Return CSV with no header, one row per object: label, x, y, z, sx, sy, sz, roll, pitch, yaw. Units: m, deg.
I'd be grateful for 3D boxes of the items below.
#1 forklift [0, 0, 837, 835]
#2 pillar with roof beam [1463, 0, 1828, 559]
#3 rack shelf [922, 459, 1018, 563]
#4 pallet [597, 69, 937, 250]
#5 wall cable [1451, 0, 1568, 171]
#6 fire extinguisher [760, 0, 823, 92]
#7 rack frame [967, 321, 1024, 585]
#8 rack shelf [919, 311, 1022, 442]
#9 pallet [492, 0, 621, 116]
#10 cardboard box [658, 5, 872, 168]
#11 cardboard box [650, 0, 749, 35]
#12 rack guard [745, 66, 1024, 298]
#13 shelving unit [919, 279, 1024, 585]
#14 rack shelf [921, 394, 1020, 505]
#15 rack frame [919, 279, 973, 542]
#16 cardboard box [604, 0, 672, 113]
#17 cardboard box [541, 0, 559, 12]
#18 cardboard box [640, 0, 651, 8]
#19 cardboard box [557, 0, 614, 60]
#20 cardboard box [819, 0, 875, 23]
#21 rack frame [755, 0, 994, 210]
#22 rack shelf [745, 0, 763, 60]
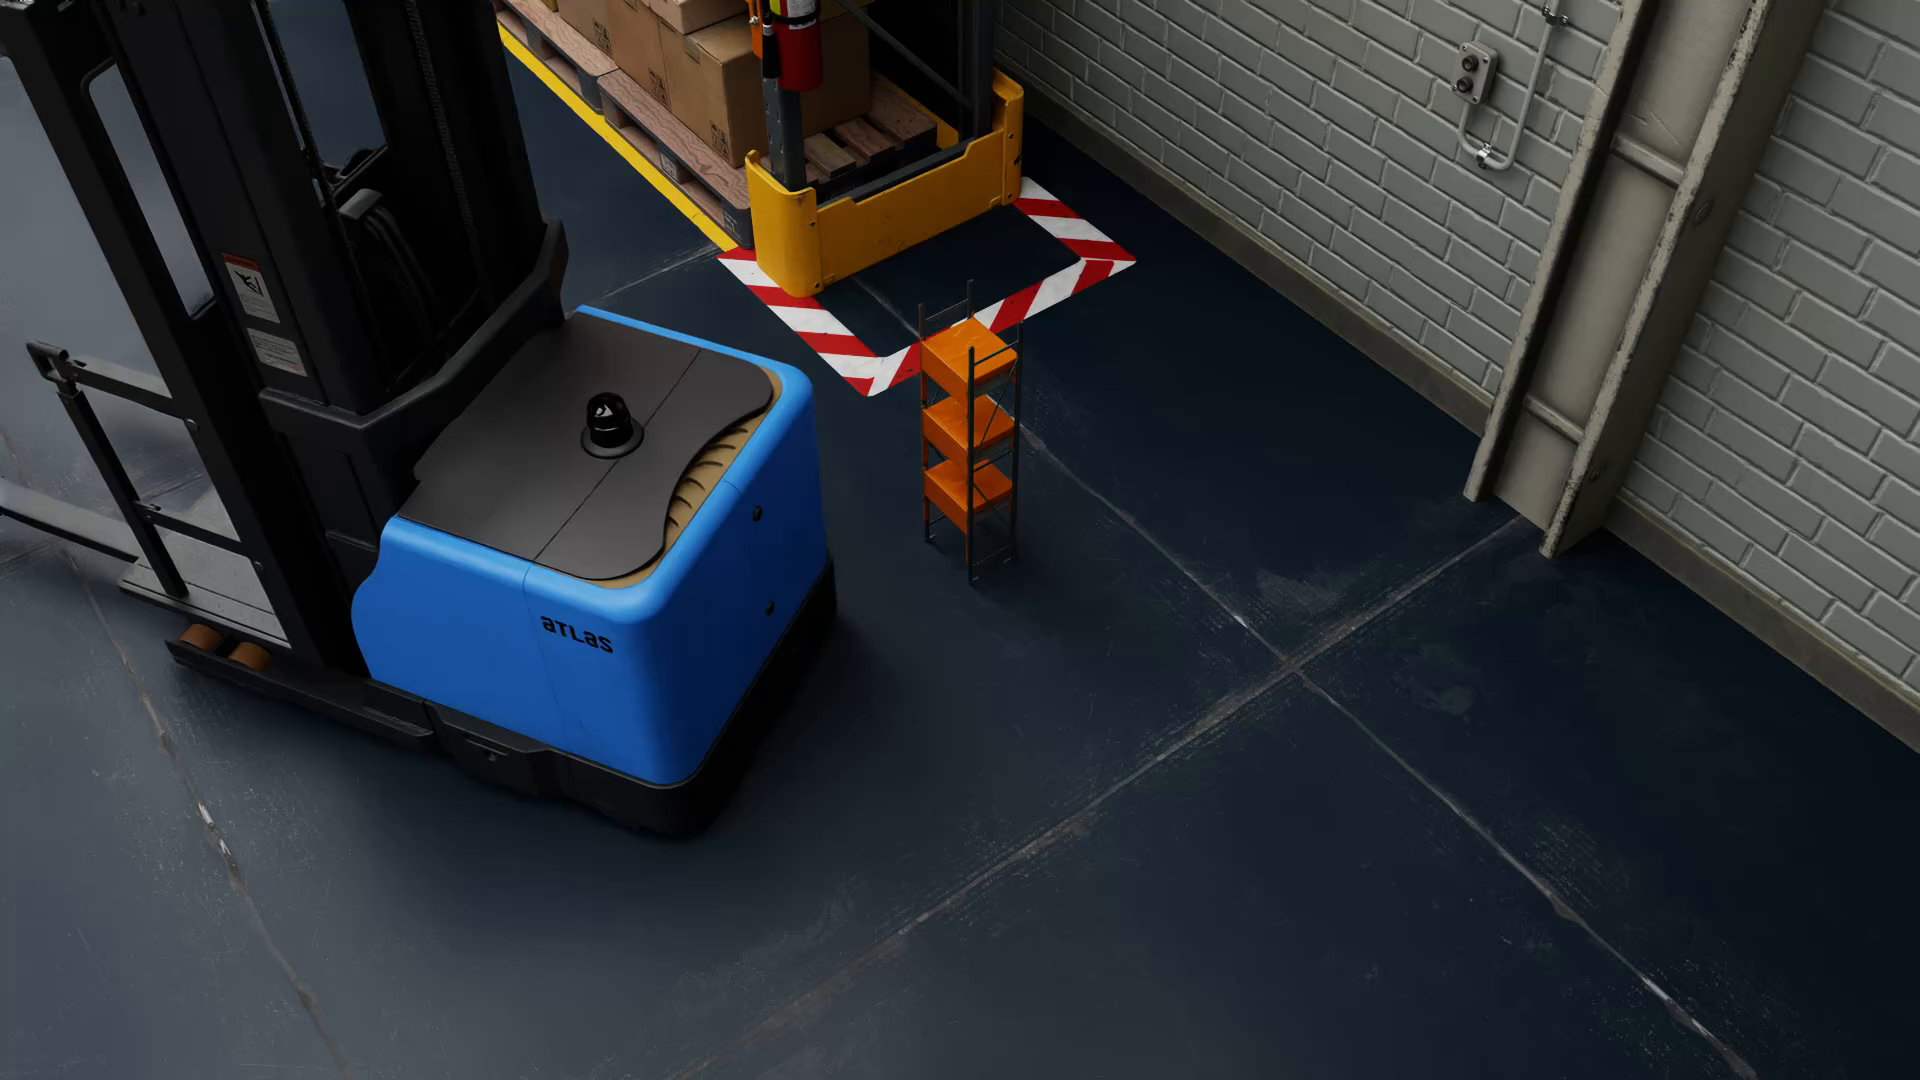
forklift,-1.971,-0.842,4.535,3.031,2.935,1.130,17,50,15
pillar with roof beam,-1.403,-1.208,0.771,9.100,9.000,0.400,-29,54,-24
rack shelf,0.032,-0.127,5.546,0.215,0.259,0.240,-29,54,-24
pallet,-0.846,-1.828,7.265,1.003,0.211,1.213,-29,54,-24
wall cable,1.228,-2.339,5.160,0.084,1.984,1.851,-29,54,-24
fire extinguisher,-0.576,-1.881,5.735,0.296,0.674,0.183,-29,54,-24
rack frame,0.106,-0.249,5.267,0.200,1.050,0.008,-29,54,-24
rack shelf,0.032,-0.505,5.130,0.215,0.259,0.240,-29,54,-24
pallet,-1.581,-2.547,7.917,1.003,0.211,1.213,-29,54,-24
cardboard box,-0.803,-1.998,6.940,0.700,0.500,0.500,-29,54,-24
cardboard box,-1.026,-2.210,6.694,0.380,0.149,0.250,-30,54,-24
rack guard,-0.285,-1.475,6.750,1.175,0.500,0.348,-29,54,-24
shelving unit,0.032,-0.321,5.332,0.215,1.050,0.252,-29,54,-24
rack shelf,0.032,-0.314,5.340,0.215,0.259,0.240,-29,54,-24
rack frame,-0.041,-0.393,5.398,0.200,1.050,0.008,-29,54,-24
cardboard box,-1.106,-2.293,7.208,0.700,0.500,0.500,-30,54,-24
cardboard box,-1.740,-2.900,7.758,0.700,0.500,0.500,-28,54,-23
cardboard box,-1.181,-2.360,6.831,0.380,0.149,0.250,-28,54,-23
cardboard box,-1.411,-2.589,7.476,0.700,0.500,0.500,-31,55,-25
cardboard box,-0.568,-2.232,6.714,0.380,0.149,0.250,-29,54,-24
rack frame,-0.300,-2.328,5.836,1.000,3.000,0.127,-29,54,-24
rack shelf,-1.511,-3.266,7.172,1.077,0.370,4.000,-29,54,-24
